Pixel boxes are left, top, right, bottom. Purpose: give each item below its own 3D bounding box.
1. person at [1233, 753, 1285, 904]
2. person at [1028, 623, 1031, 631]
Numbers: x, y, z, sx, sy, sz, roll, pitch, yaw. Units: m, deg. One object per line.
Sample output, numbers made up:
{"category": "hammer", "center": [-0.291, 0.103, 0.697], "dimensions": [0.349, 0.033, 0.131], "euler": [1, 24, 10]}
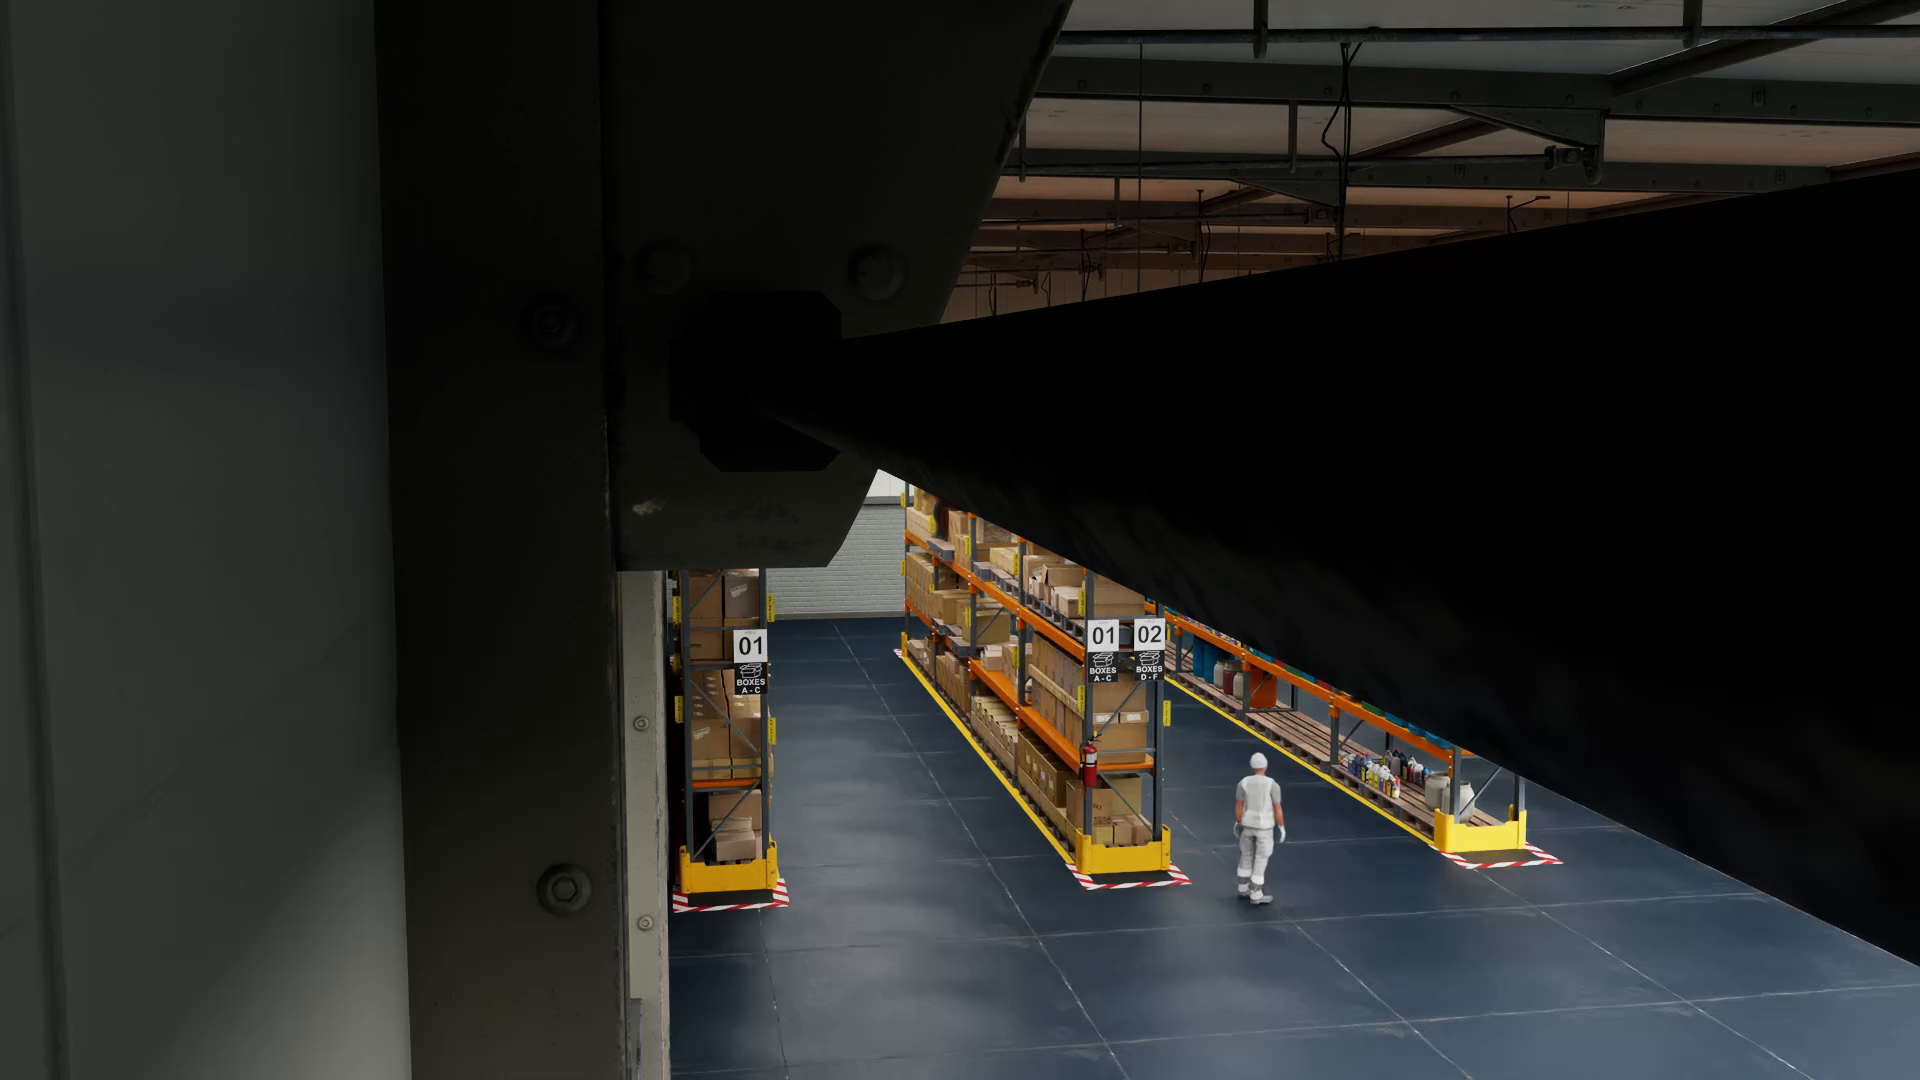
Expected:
{"category": "person", "center": [3.574, 3.407, 19.740], "dimensions": [0.619, 1.807, 0.481], "euler": [5, 7, 37]}
{"category": "person", "center": [1.933, 1.365, 39.564], "dimensions": [0.818, 1.734, 0.616], "euler": [2, 6, 21]}
